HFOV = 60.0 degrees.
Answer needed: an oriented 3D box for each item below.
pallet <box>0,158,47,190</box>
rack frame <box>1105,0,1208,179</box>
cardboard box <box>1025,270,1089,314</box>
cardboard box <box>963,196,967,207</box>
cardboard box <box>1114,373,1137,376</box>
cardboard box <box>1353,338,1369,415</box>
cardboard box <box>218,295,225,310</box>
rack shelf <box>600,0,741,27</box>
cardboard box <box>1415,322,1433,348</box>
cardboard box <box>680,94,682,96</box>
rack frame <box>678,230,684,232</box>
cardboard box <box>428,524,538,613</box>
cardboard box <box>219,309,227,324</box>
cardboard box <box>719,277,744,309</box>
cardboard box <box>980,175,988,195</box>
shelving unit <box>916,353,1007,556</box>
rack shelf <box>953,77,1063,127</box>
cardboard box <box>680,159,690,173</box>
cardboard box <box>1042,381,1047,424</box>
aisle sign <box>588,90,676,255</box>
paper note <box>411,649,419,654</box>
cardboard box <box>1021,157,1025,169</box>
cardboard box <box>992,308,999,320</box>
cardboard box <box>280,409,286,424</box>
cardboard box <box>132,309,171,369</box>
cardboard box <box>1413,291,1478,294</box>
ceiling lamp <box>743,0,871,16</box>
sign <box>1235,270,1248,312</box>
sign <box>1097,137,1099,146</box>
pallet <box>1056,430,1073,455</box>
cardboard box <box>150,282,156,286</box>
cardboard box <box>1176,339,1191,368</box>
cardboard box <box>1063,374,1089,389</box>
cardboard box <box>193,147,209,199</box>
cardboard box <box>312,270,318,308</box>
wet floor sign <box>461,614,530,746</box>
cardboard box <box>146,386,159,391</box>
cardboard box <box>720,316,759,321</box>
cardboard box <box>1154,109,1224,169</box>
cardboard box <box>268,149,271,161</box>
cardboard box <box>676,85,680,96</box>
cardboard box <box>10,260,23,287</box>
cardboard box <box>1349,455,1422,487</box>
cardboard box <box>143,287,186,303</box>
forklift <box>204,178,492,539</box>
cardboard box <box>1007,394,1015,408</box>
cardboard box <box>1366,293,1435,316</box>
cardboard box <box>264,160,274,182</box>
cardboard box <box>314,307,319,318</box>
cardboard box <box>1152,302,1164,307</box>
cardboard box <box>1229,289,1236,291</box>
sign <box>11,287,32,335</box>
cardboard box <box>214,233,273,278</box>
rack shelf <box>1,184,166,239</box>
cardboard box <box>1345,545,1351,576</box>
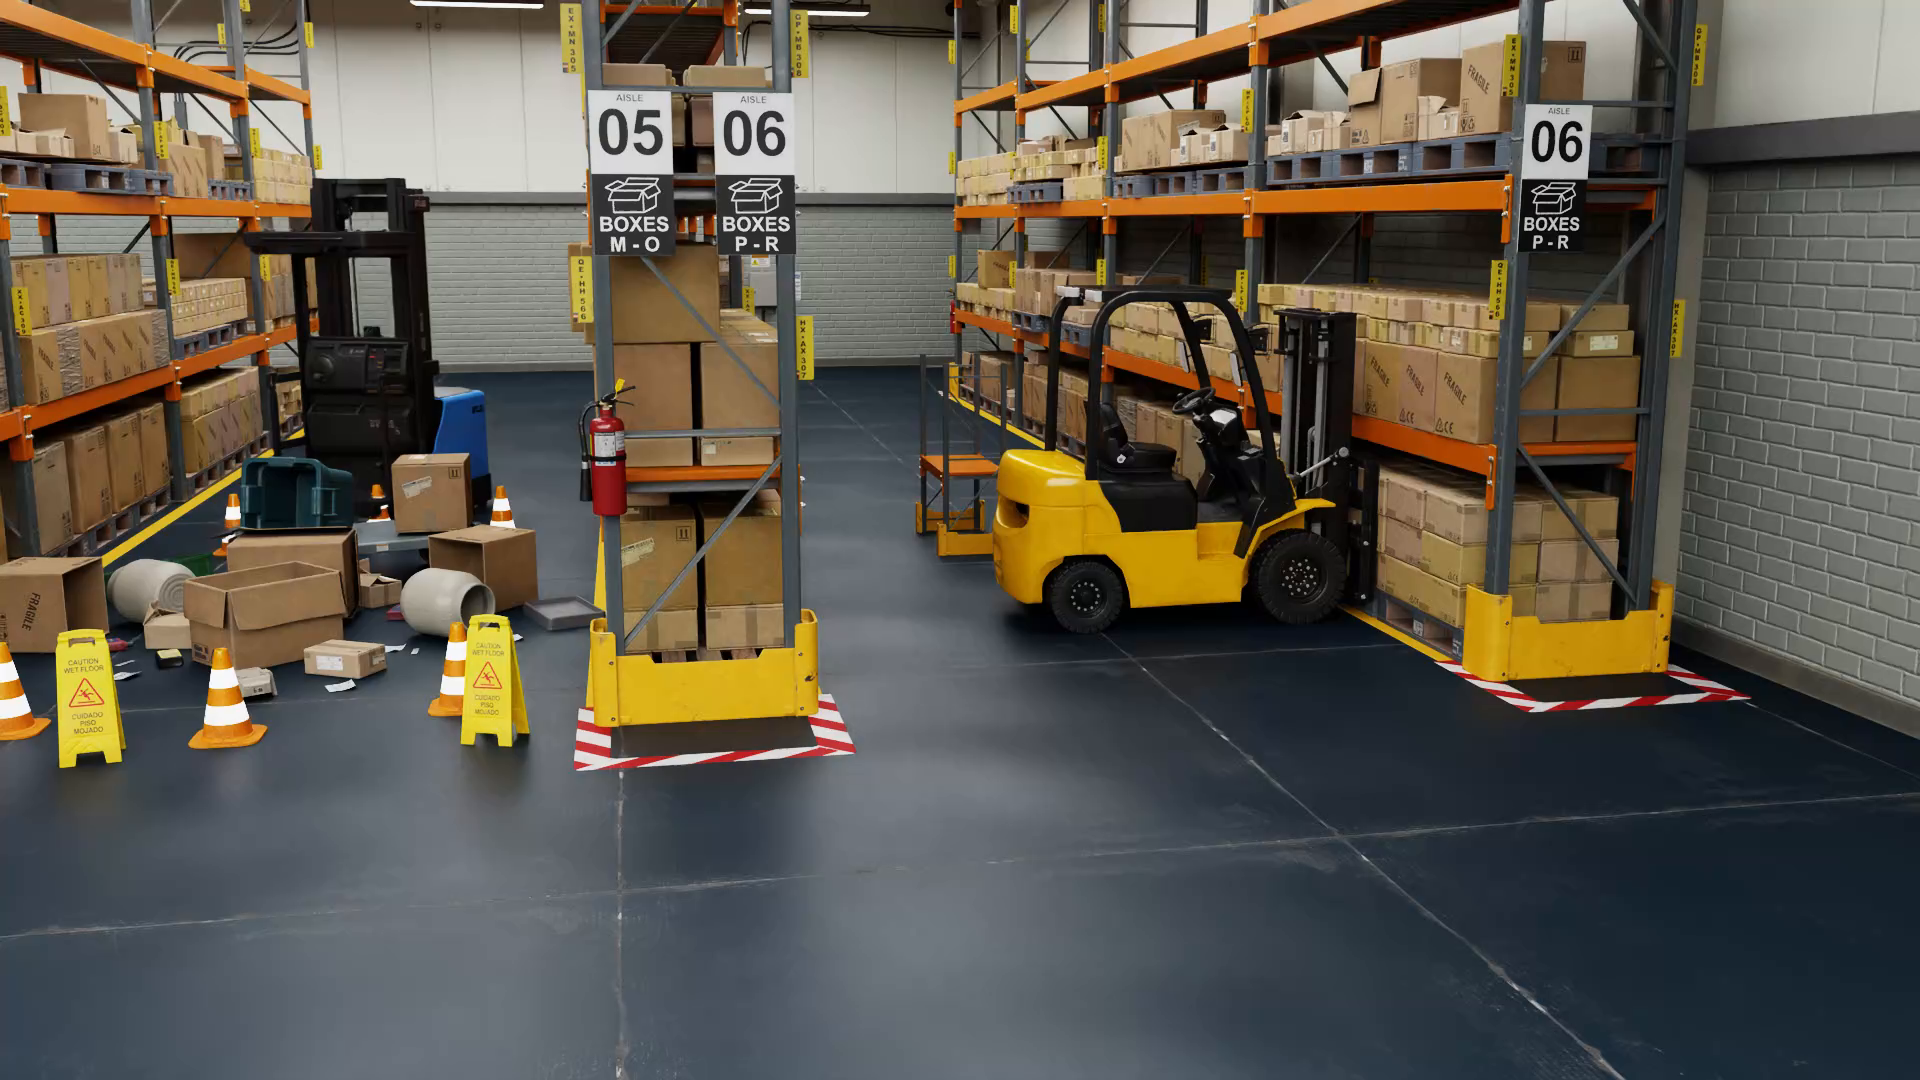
[{"bbox_3d":[-7.176,-2.623,11.943,0.805,0.209,1.217,-3,11,-13],"label":"pallet"},{"bbox_3d":[1.977,-5.137,16.620,1.000,3.000,0.127,-2,11,-11],"label":"rack frame"},{"bbox_3d":[1.174,-2.987,19.979,0.700,0.500,0.500,-2,11,-10],"label":"cardboard box"},{"bbox_3d":[0.255,-4.941,24.281,0.380,0.149,0.250,-2,11,-10],"label":"cardboard box"},{"bbox_3d":[1.877,-1.829,19.113,0.380,0.149,0.250,-2,11,-11],"label":"cardboard box"},{"bbox_3d":[2.879,-1.134,11.365,0.500,0.500,0.500,-2,11,-11],"label":"cardboard box"},{"bbox_3d":[-8.030,-2.516,17.644,0.380,0.149,0.250,-3,11,-14],"label":"cardboard box"},{"bbox_3d":[-1.724,-3.501,9.954,1.077,0.370,4.000,-2,11,-11],"label":"rack shelf"},{"bbox_3d":[3.084,-1.286,10.426,0.380,0.149,0.250,-2,11,-11],"label":"cardboard box"},{"bbox_3d":[-2.351,-3.229,12.557,0.500,0.250,0.500,-2,11,-10],"label":"cardboard box"},{"bbox_3d":[-4.447,-3.476,23.938,1.000,3.000,0.127,-2,11,-11],"label":"rack frame"},{"bbox_3d":[-3.240,0.197,11.316,0.500,0.500,0.500,6,12,28],"label":"cardboard box"},{"bbox_3d":[-8.028,-2.371,17.681,0.380,0.149,0.250,-3,11,-13],"label":"cardboard box"},{"bbox_3d":[-1.923,-1.773,12.805,0.500,0.500,0.500,-2,11,-10],"label":"cardboard box"},{"bbox_3d":[0.569,-4.831,22.640,0.500,0.250,0.500,-2,11,-12],"label":"cardboard box"},{"bbox_3d":[0.015,-0.723,13.483,0.587,1.500,1.083,-2,11,-11],"label":"shelving unit"},{"bbox_3d":[0.810,-5.883,22.469,1.077,0.370,4.000,-2,11,-11],"label":"rack shelf"},{"bbox_3d":[-1.546,-2.292,10.364,0.380,0.149,0.250,-2,11,-12],"label":"cardboard box"},{"bbox_3d":[1.278,-1.616,19.728,0.500,0.500,0.500,-2,11,-13],"label":"cardboard box"},{"bbox_3d":[-1.608,-1.797,8.162,0.394,0.787,0.004,-2,11,-11],"label":"aisle sign"},{"bbox_3d":[-3.314,0.676,10.117,0.032,0.001,0.123,-2,11,-11],"label":"paper note"},{"bbox_3d":[0.948,-4.558,20.087,0.380,0.149,0.250,-2,11,-10],"label":"cardboard box"},{"bbox_3d":[0.641,-3.038,22.309,0.380,0.149,0.250,-2,11,-12],"label":"cardboard box"},{"bbox_3d":[-8.313,-1.477,19.936,0.380,0.149,0.250,-2,11,-9],"label":"cardboard box"},{"bbox_3d":[-7.376,-1.787,14.794,0.500,0.500,0.500,-2,11,-11],"label":"cardboard box"},{"bbox_3d":[3.349,-1.639,11.489,0.380,0.149,0.250,-2,11,-9],"label":"cardboard box"},{"bbox_3d":[-2.384,-9.879,25.921,2.000,3.185,0.800,-2,11,-11],"label":"ceiling lamp"},{"bbox_3d":[2.224,-1.965,13.113,0.100,0.325,0.005,-2,11,-11],"label":"sign"},{"bbox_3d":[1.742,-4.866,20.779,0.100,0.325,0.005,-2,11,-11],"label":"sign"},{"bbox_3d":[1.635,-1.182,19.342,1.003,0.211,1.213,-2,11,-11],"label":"pallet"},{"bbox_3d":[-8.676,-2.639,17.499,0.380,0.149,0.250,-2,11,-11],"label":"cardboard box"},{"bbox_3d":[2.230,-1.650,14.744,0.500,0.250,0.500,-2,11,-11],"label":"cardboard box"},{"bbox_3d":[1.402,-1.813,19.026,0.380,0.149,0.250,-3,11,-14],"label":"cardboard box"},{"bbox_3d":[-7.784,-3.630,16.459,0.500,0.500,0.500,-2,11,-11],"label":"cardboard box"},{"bbox_3d":[-8.943,-3.400,22.474,0.500,0.500,0.500,-2,11,-10],"label":"cardboard box"},{"bbox_3d":[-2.348,0.689,8.353,0.267,0.644,0.232,2,11,9],"label":"wet floor sign"},{"bbox_3d":[-8.226,-1.365,16.404,0.500,0.250,0.500,-2,11,-10],"label":"cardboard box"},{"bbox_3d":[-1.571,-1.209,10.963,0.500,0.500,0.500,-2,11,-9],"label":"cardboard box"},{"bbox_3d":[2.077,-3.640,15.117,0.500,0.500,0.500,-2,11,-10],"label":"cardboard box"},{"bbox_3d":[-8.525,-4.639,20.021,0.380,0.149,0.250,-2,11,-13],"label":"cardboard box"},{"bbox_3d":[-1.835,-2.572,9.705,0.380,0.149,0.250,-2,11,-13],"label":"cardboard box"},{"bbox_3d":[-7.052,-1.708,11.706,0.700,0.500,0.500,-2,11,-12],"label":"cardboard box"},{"bbox_3d":[2.833,-0.422,11.446,0.500,0.250,0.500,-2,11,-12],"label":"cardboard box"},{"bbox_3d":[-7.725,-2.372,16.093,0.380,0.149,0.250,-2,11,-11],"label":"cardboard box"},{"bbox_3d":[-5.102,-1.503,13.754,1.130,2.935,3.031,2,11,11],"label":"forklift"},{"bbox_3d":[0.802,-1.821,21.744,0.380,0.149,0.250,-2,11,-13],"label":"cardboard box"},{"bbox_3d":[2.952,-1.576,11.156,0.380,0.149,0.250,-2,11,-10],"label":"cardboard box"},{"bbox_3d":[-8.456,-4.378,19.718,0.500,0.250,0.500,-2,11,-11],"label":"cardboard box"},{"bbox_3d":[-8.943,-3.105,22.658,0.380,0.149,0.250,-2,11,-11],"label":"cardboard box"},{"bbox_3d":[2.011,-2.252,15.506,0.380,0.149,0.250,-2,11,-10],"label":"cardboard box"},{"bbox_3d":[2.611,-2.276,15.630,0.380,0.149,0.250,-2,11,-12],"label":"cardboard box"},{"bbox_3d":[-6.405,-1.561,11.351,0.100,0.325,0.005,-2,11,-11],"label":"sign"},{"bbox_3d":[-8.354,-3.322,19.391,0.500,0.500,0.500,-2,11,-10],"label":"cardboard box"},{"bbox_3d":[-7.338,-2.564,13.046,1.077,0.370,4.000,-2,11,-11],"label":"rack shelf"},{"bbox_3d":[2.833,0.069,11.544,0.500,0.250,0.500,-2,11,-9],"label":"cardboard box"}]
